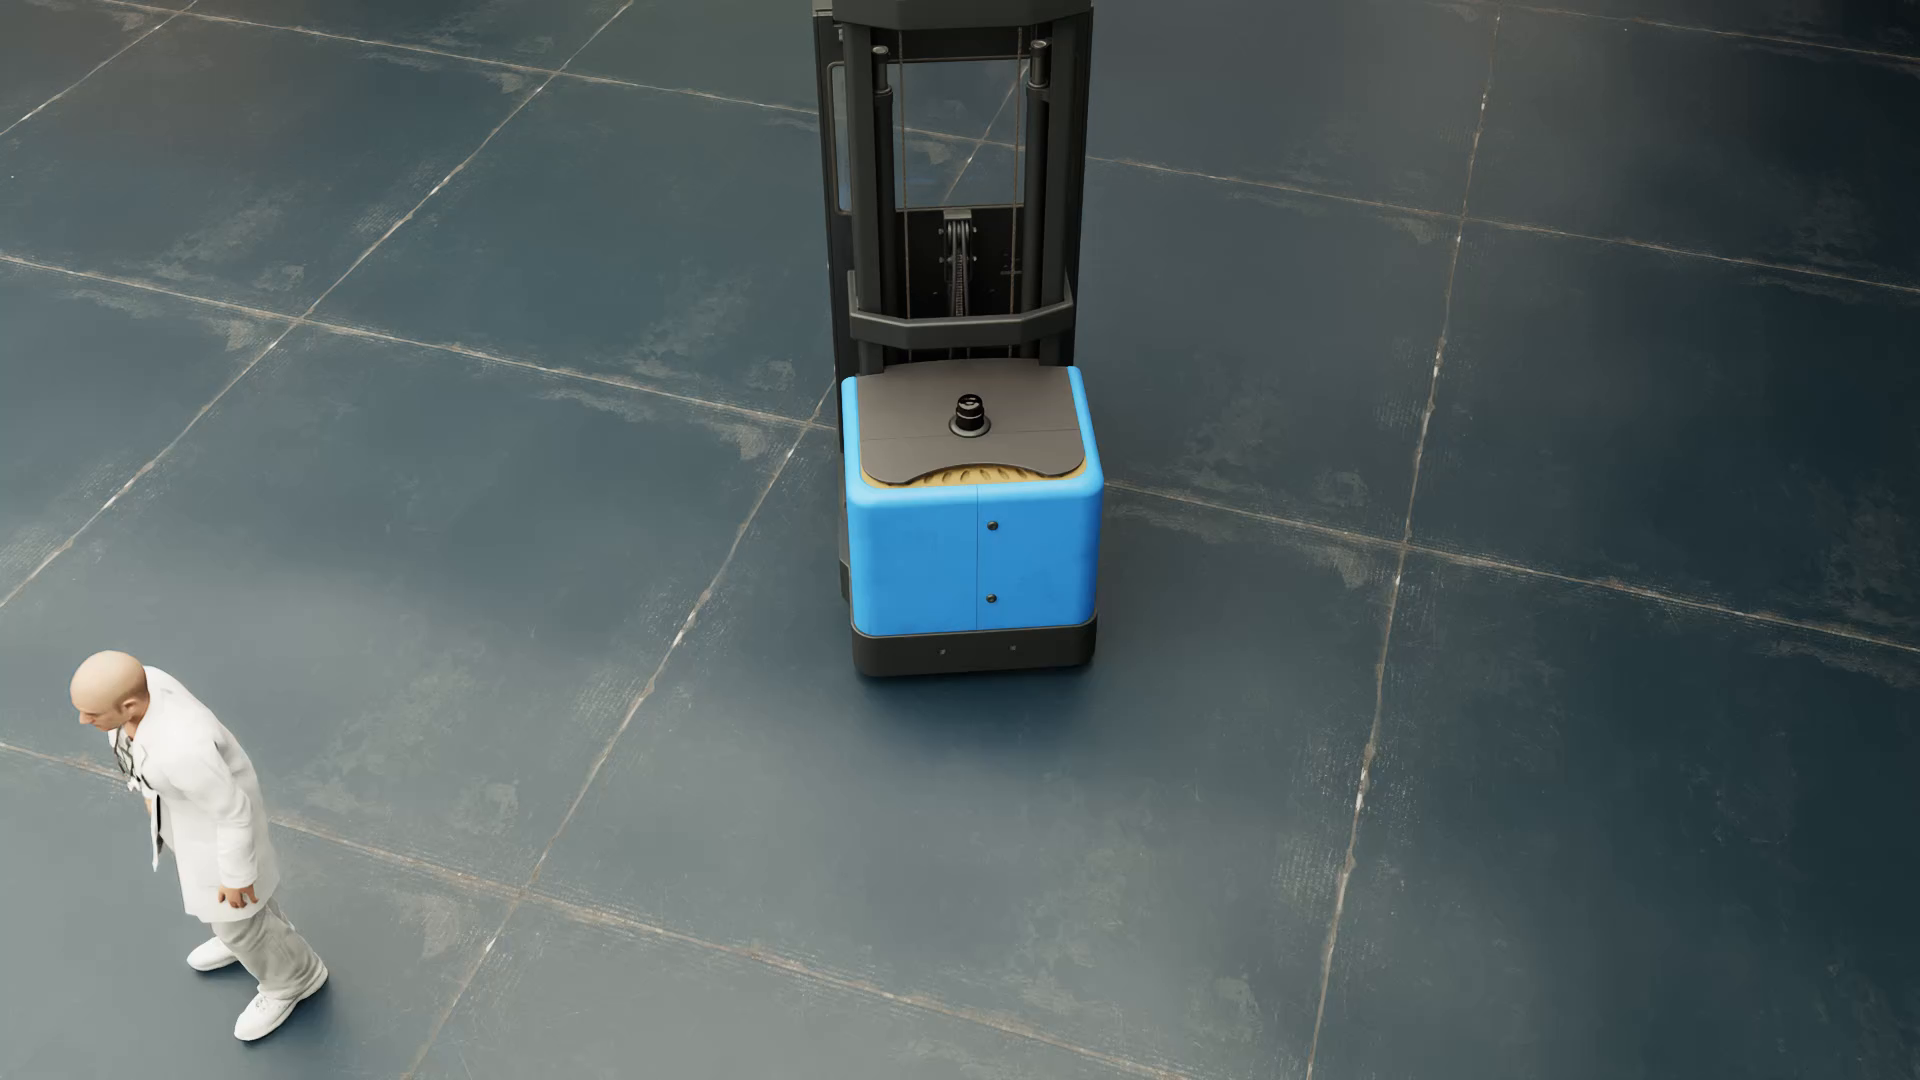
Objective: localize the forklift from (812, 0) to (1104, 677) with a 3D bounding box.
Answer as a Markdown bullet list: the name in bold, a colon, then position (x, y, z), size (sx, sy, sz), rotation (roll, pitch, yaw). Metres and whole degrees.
- **forklift**: position (-0.048, -1.486, 7.287), size (1.130, 2.935, 3.031), rotation (-3, 43, -3)

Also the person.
- **person**: position (-2.509, 0.969, 5.498), size (0.436, 1.772, 0.646), rotation (-34, 53, -31)
